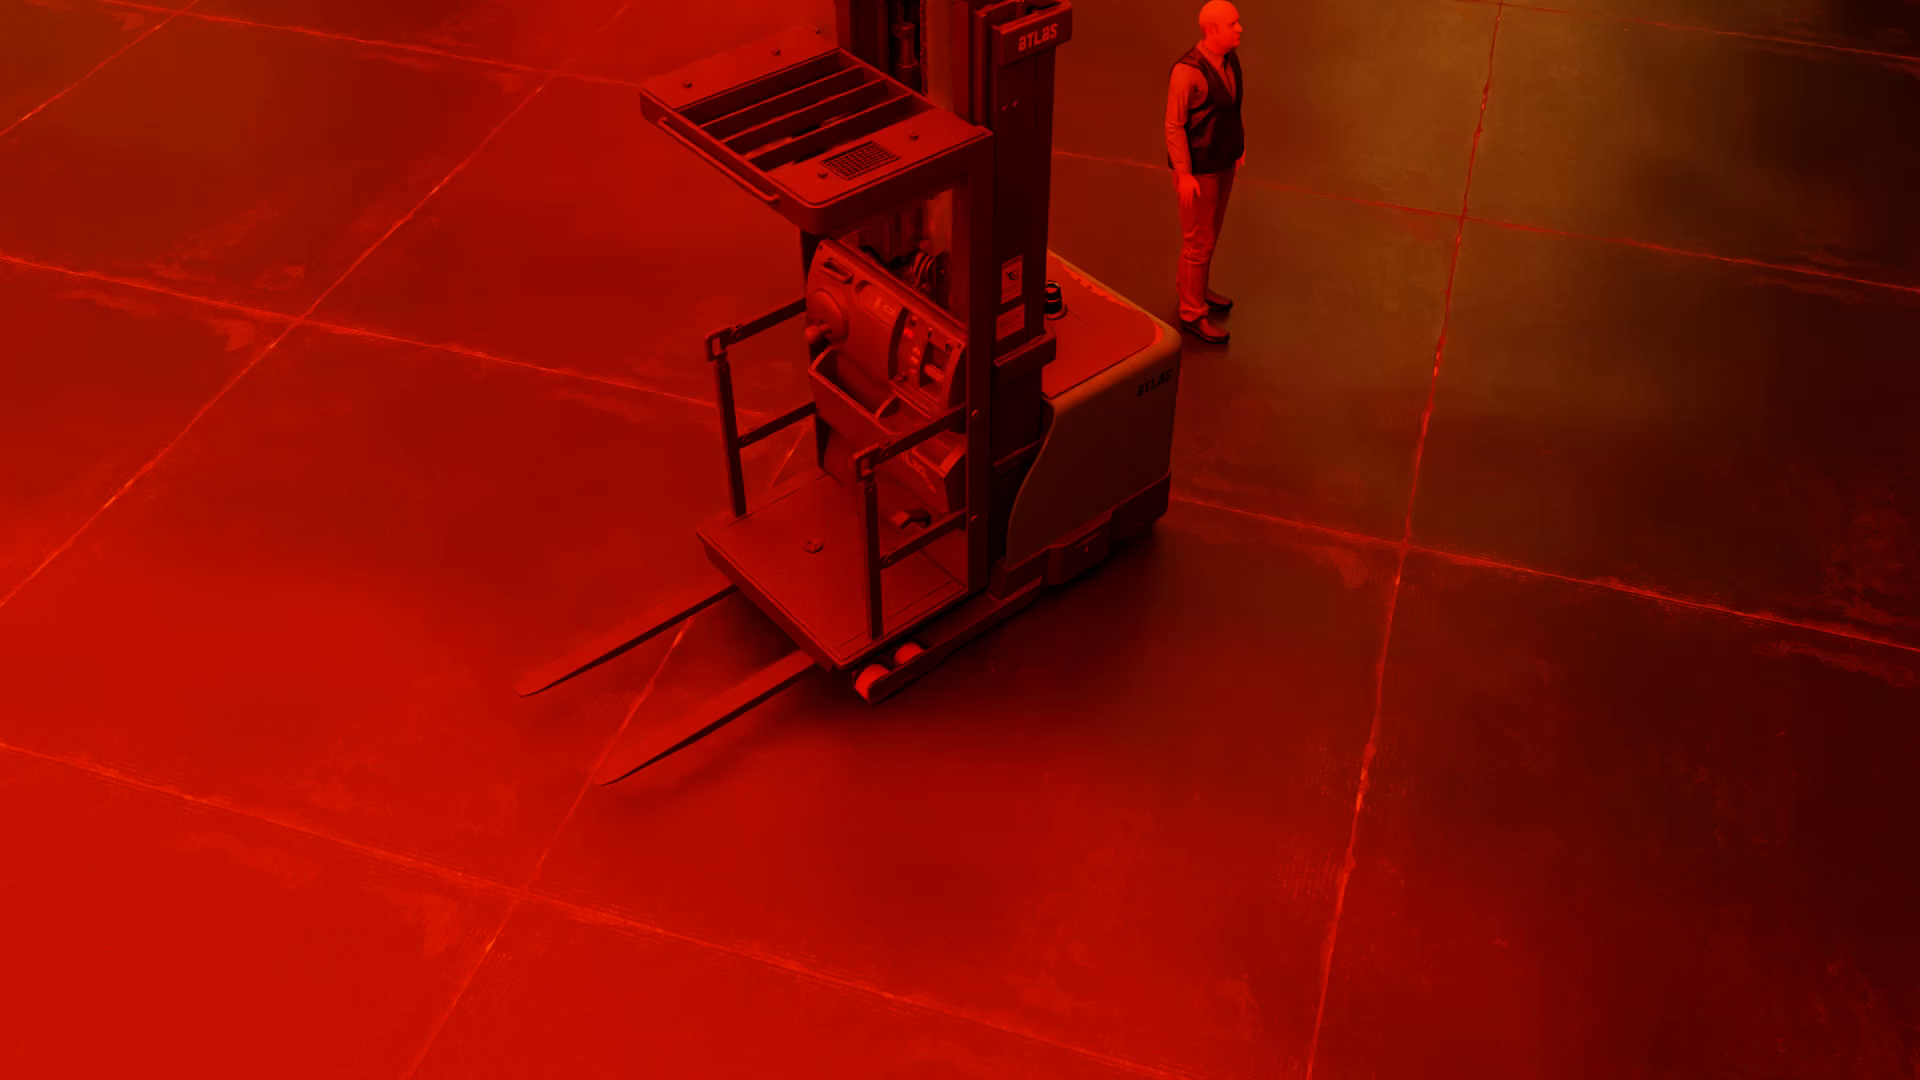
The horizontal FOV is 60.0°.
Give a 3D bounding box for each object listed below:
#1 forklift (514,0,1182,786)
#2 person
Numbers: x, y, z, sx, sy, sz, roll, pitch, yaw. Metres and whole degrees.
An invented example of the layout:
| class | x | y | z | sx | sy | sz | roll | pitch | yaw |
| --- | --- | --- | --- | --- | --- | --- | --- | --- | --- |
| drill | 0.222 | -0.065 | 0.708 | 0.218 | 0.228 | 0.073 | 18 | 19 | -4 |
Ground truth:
| class | x | y | z | sx | sy | sz | roll | pitch | yaw |
| --- | --- | --- | --- | --- | --- | --- | --- | --- | --- |
| forklift | -0.467 | -0.788 | 6.536 | 3.031 | 2.935 | 1.130 | -30 | 51 | -28 |
| person | 1.345 | -1.933 | 8.648 | 0.566 | 1.725 | 0.639 | 24 | 48 | 24 |
